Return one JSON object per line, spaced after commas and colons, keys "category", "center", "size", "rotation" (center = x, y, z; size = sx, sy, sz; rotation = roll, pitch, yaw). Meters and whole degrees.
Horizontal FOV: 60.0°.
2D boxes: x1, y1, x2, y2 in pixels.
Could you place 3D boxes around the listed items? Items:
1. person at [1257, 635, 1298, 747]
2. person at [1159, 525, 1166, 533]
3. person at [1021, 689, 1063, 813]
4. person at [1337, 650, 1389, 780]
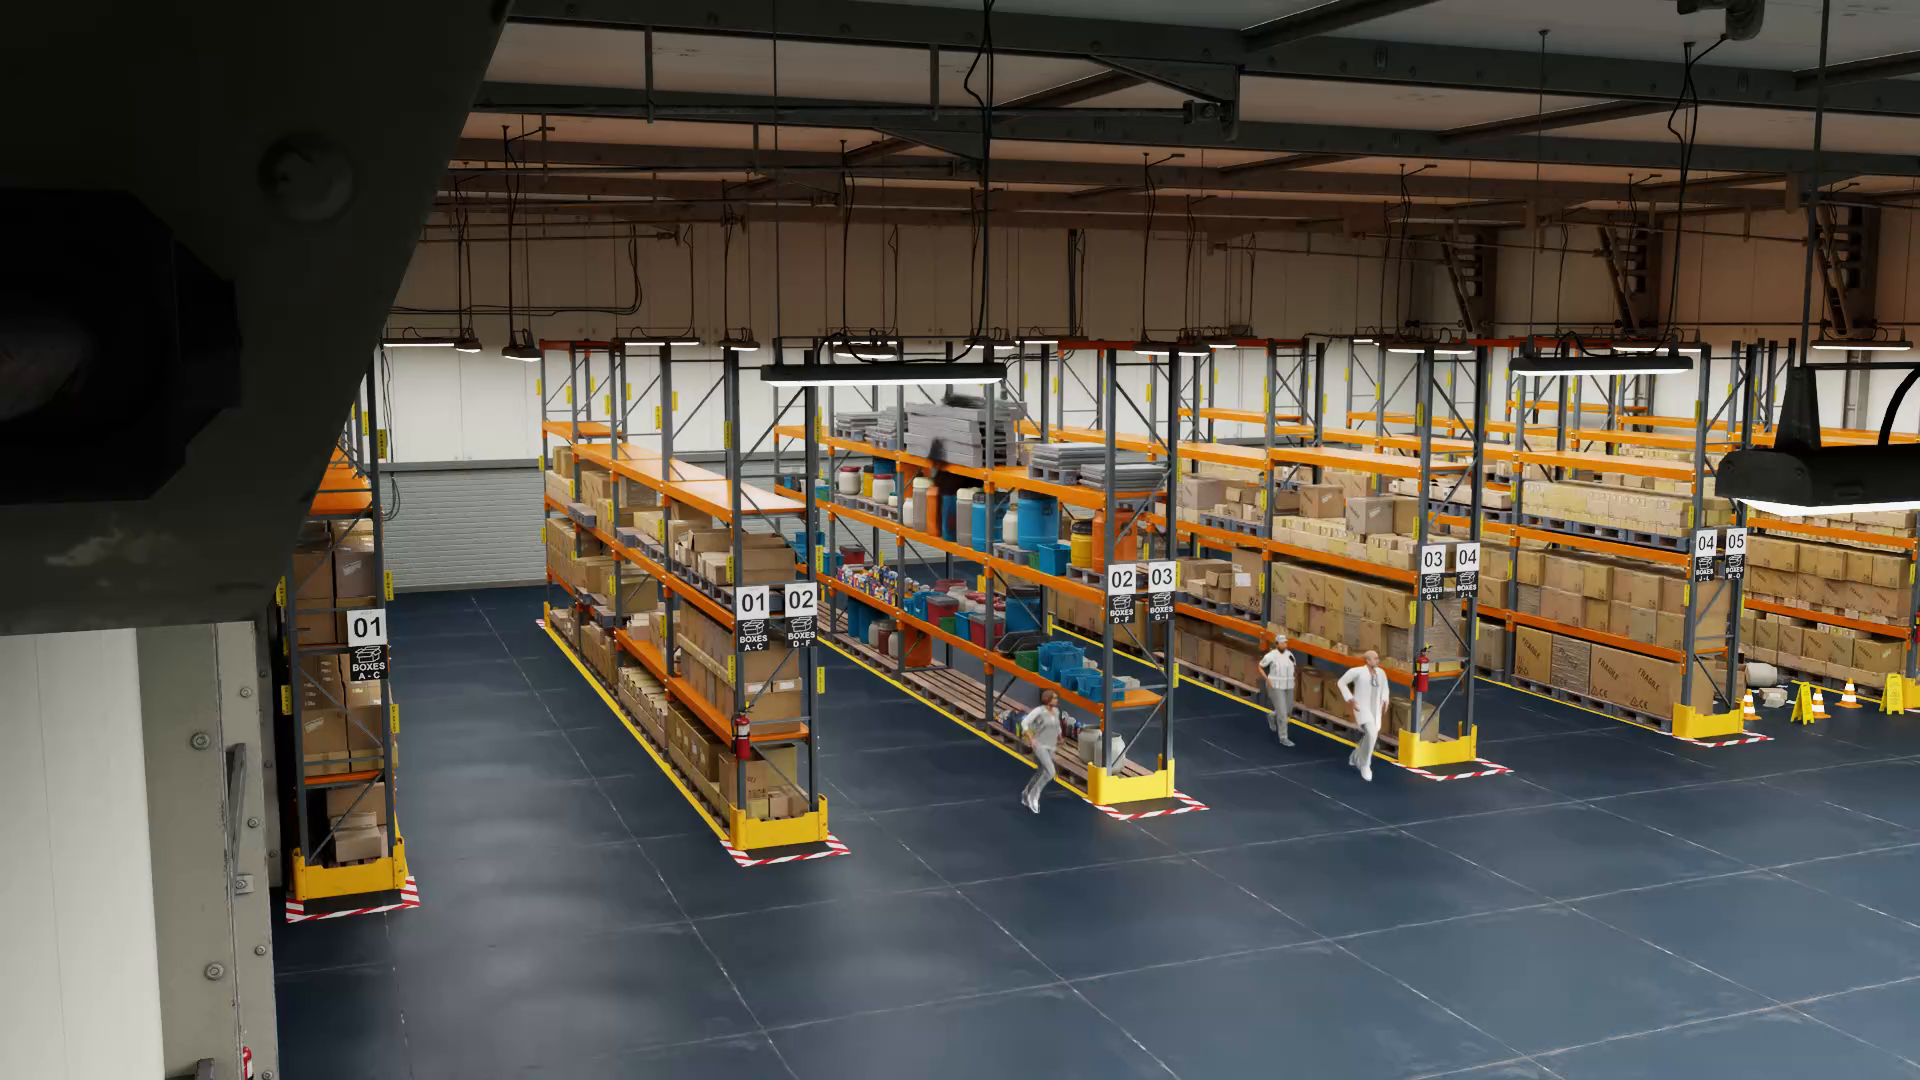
{"category": "person", "center": [4.854, 2.244, 25.212], "size": [0.619, 1.638, 0.830], "rotation": [-3, 8, -24]}
{"category": "person", "center": [5.011, 0.172, 41.637], "size": [0.664, 1.549, 0.661], "rotation": [-1, 7, -6]}
{"category": "person", "center": [1.102, 2.740, 21.728], "size": [0.594, 1.571, 0.570], "rotation": [6, 10, 41]}
{"category": "person", "center": [5.719, 2.438, 23.368], "size": [0.719, 1.800, 0.720], "rotation": [-3, 8, -24]}
